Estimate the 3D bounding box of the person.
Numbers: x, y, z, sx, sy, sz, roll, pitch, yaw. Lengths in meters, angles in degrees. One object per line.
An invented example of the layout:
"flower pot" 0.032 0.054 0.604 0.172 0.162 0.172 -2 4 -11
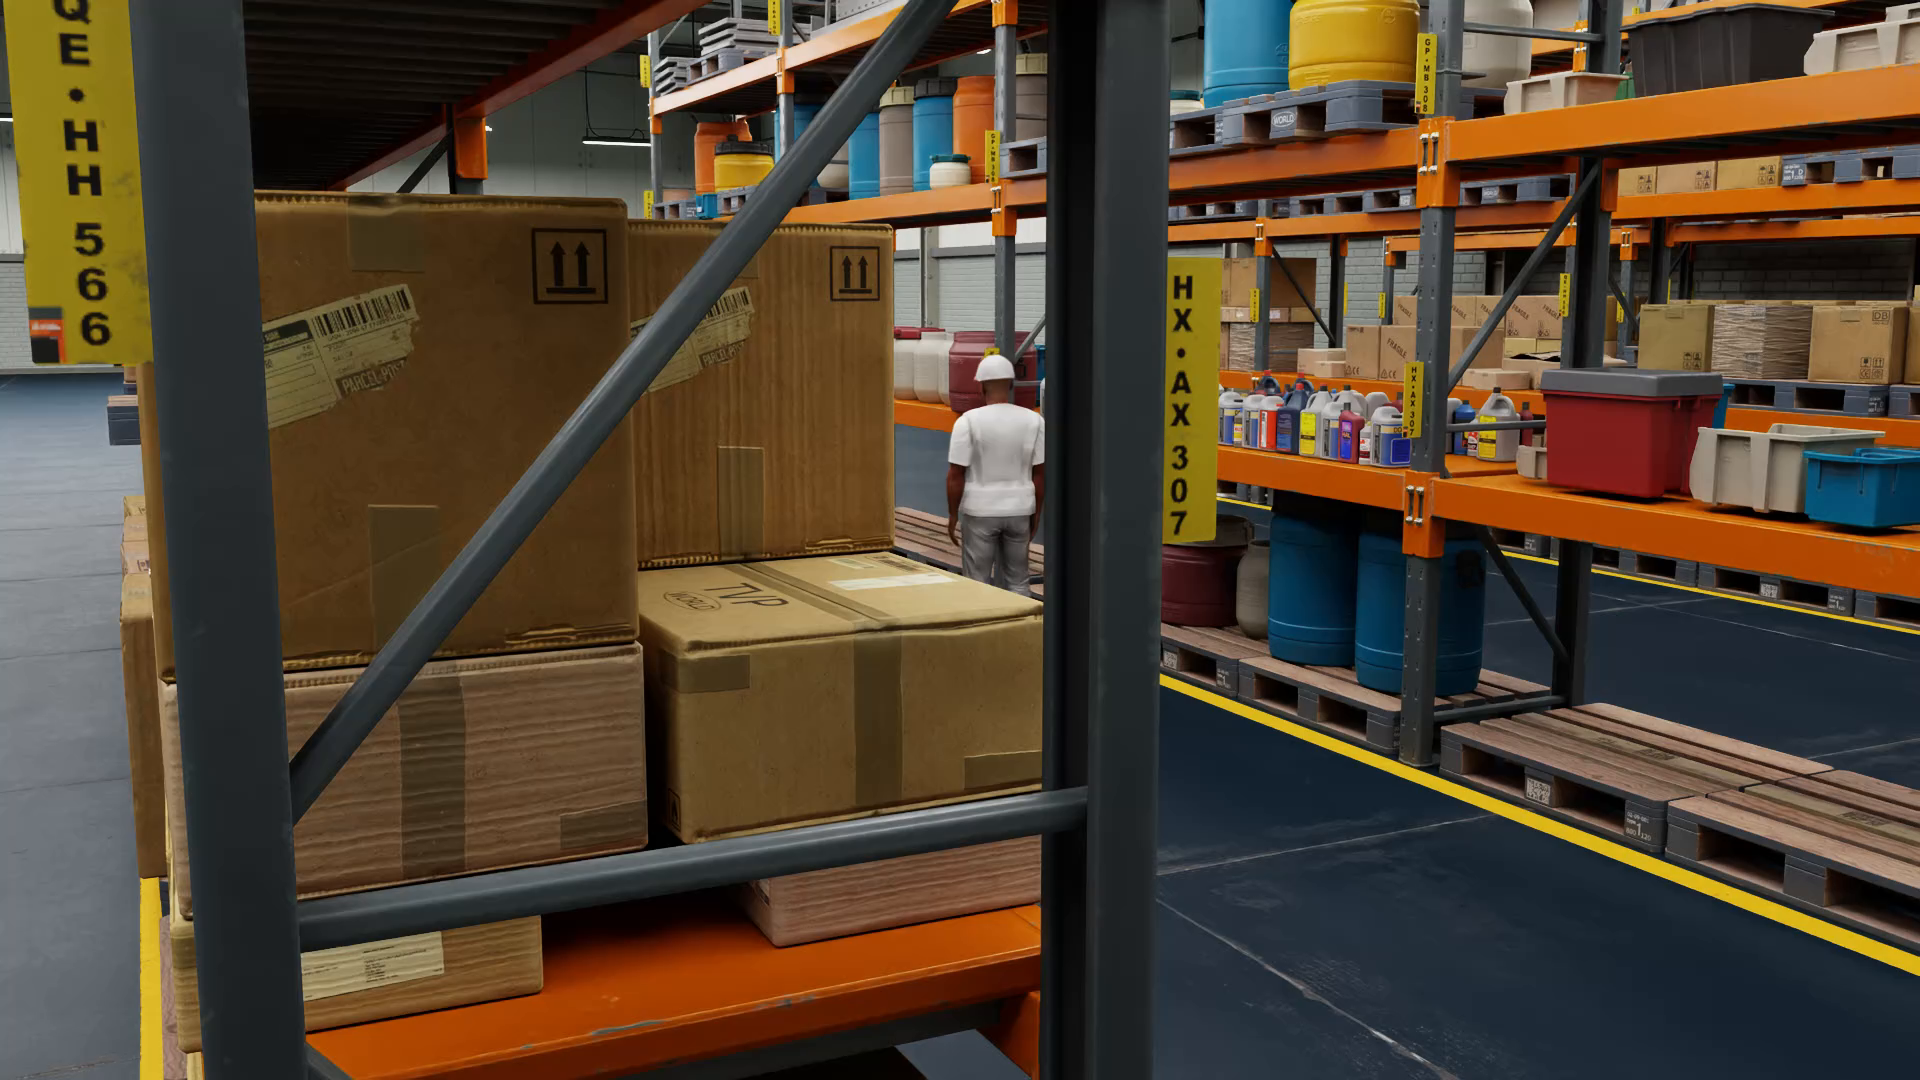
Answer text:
"person" 0.196 -0.131 9.202 0.565 1.778 0.361 -2 9 -15
